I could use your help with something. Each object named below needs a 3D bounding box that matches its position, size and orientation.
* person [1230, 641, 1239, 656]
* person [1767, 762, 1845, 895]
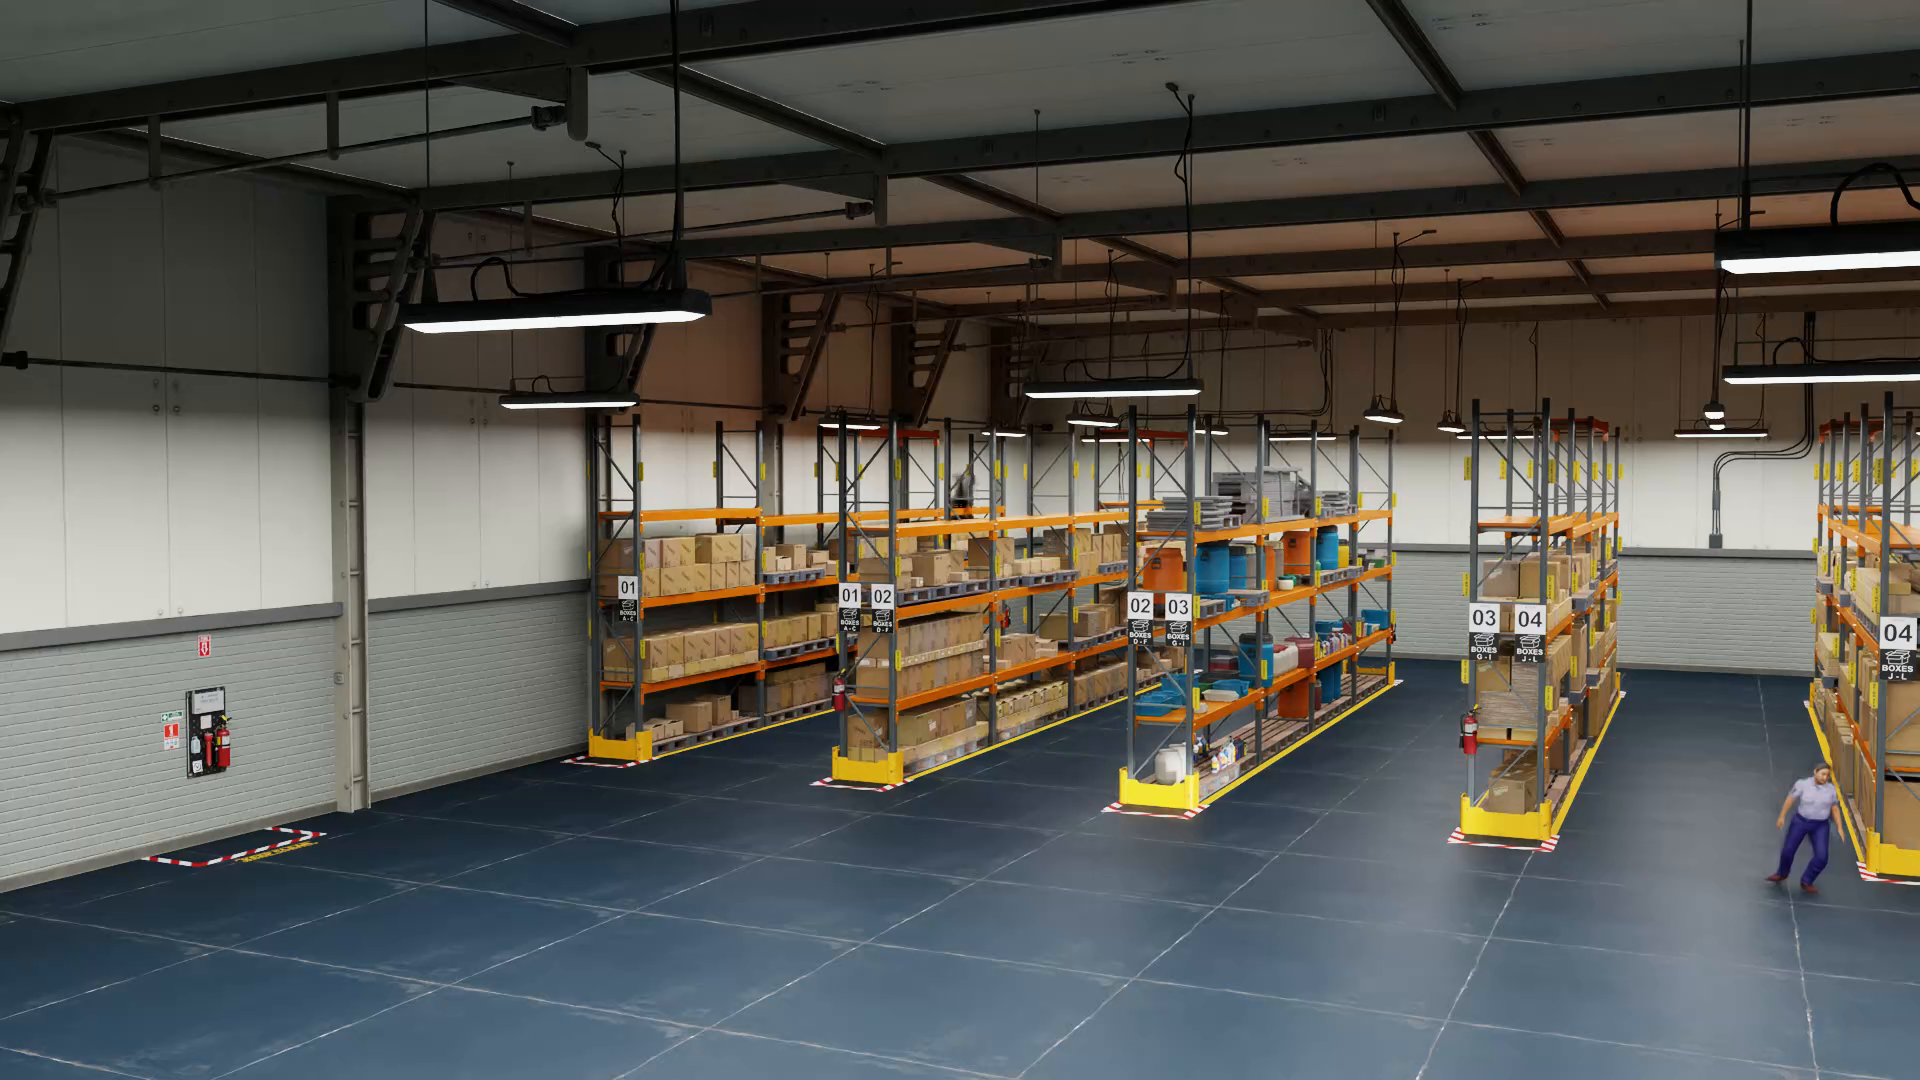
[{"bbox_3d":[6.035,2.856,35.248,1.090,1.449,0.569,-2,3,-45],"label":"person"},{"bbox_3d":[10.086,3.461,19.840,0.749,1.485,0.592,0,2,11],"label":"person"}]
